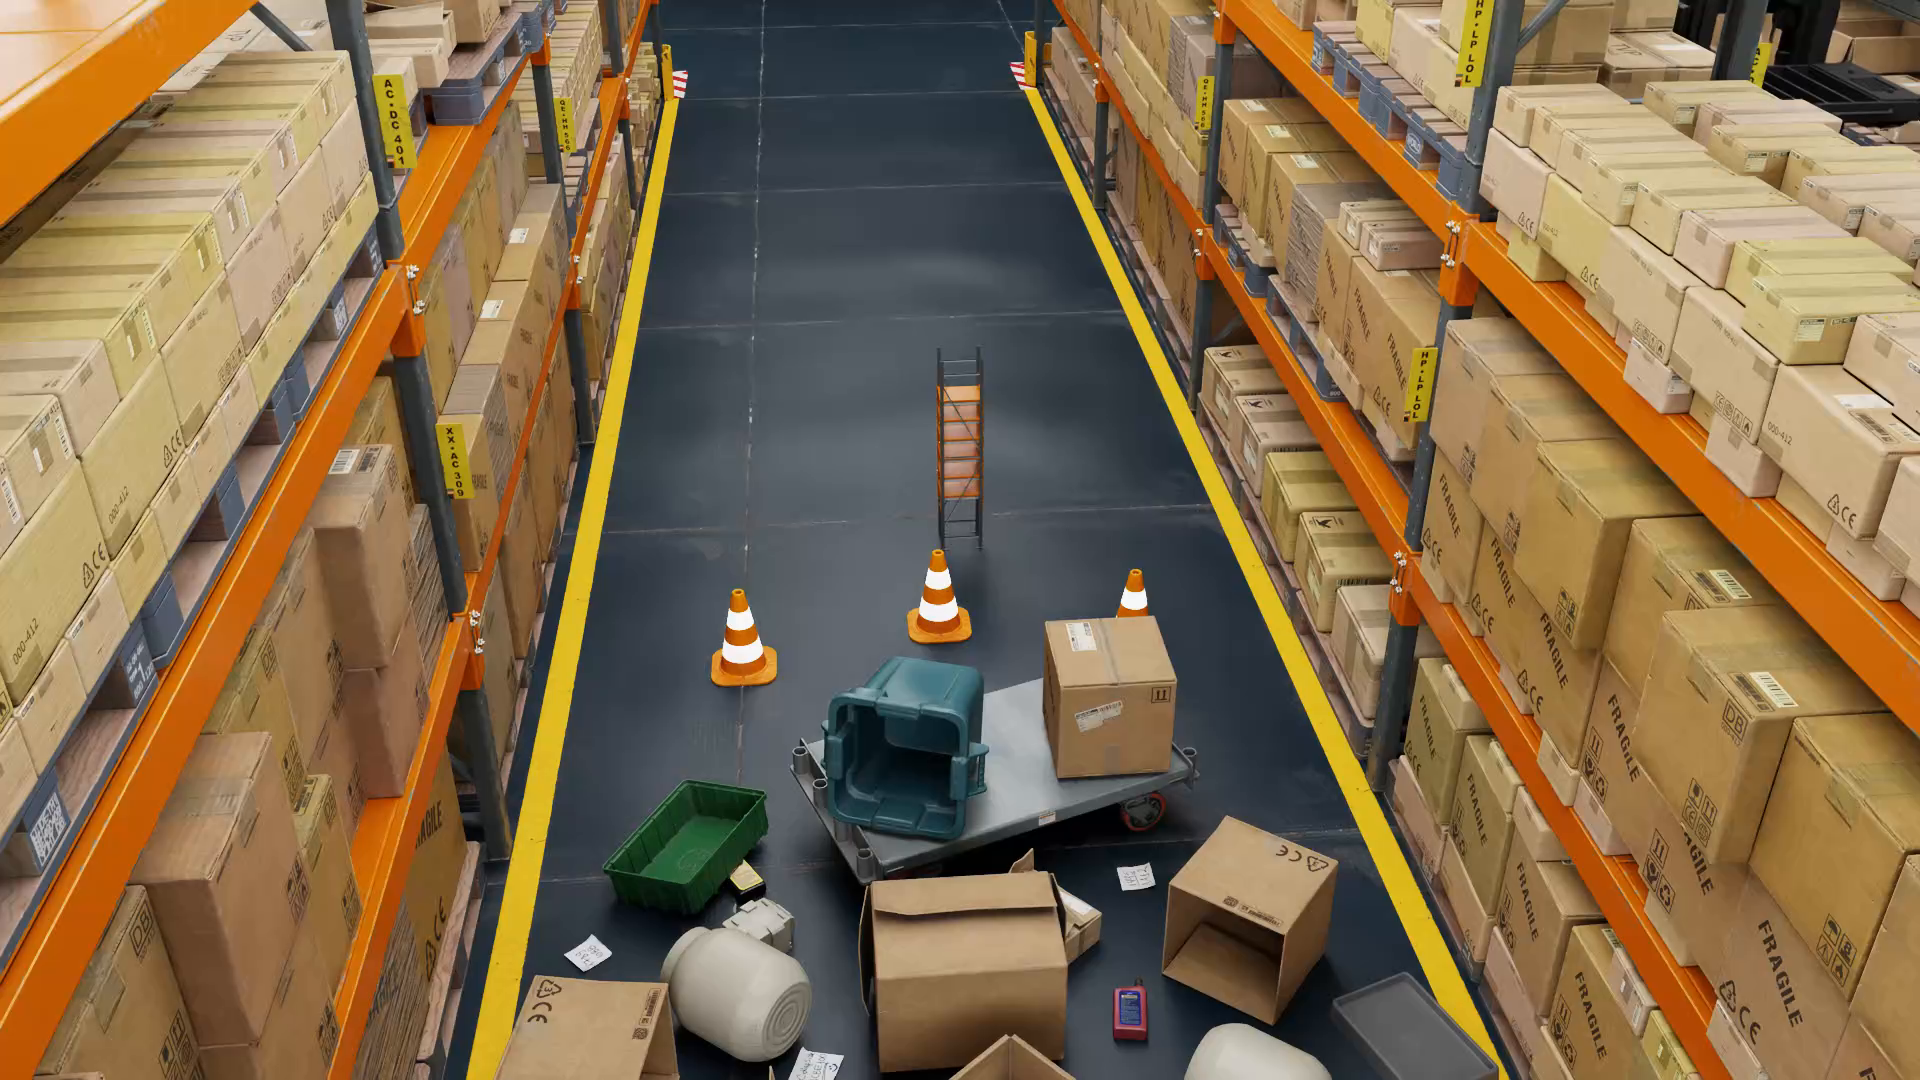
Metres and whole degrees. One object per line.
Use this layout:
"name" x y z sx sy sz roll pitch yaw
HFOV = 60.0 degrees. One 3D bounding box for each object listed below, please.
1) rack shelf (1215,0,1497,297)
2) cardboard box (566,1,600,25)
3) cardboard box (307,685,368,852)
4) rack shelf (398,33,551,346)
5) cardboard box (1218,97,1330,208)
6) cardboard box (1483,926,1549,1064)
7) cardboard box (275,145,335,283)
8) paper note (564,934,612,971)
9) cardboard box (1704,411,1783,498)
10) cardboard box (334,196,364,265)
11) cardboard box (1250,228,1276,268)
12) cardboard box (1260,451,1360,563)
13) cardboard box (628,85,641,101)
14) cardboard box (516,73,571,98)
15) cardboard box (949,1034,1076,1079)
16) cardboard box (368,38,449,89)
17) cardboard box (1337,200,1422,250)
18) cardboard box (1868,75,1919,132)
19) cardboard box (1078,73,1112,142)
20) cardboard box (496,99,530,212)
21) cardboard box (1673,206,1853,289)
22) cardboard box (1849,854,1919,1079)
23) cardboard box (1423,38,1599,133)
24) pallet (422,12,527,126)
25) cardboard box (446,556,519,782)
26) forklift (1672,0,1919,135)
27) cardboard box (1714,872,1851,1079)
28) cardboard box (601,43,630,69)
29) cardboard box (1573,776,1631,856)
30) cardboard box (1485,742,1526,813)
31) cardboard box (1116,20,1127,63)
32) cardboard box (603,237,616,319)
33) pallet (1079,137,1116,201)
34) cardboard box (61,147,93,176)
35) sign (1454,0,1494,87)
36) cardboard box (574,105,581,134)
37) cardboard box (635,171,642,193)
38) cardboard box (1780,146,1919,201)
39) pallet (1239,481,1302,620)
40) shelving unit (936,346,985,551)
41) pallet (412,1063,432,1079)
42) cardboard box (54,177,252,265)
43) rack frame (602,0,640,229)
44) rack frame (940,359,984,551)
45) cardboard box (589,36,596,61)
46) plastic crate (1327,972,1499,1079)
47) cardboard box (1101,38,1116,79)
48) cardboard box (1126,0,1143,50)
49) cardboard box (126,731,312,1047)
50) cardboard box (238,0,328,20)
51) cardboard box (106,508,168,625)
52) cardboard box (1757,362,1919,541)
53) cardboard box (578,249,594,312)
"rack shelf" 2.233 -2.159 8.216 1.077 0.370 4.000 -3 31 -5
"cardboard box" -3.014 -4.086 12.922 0.380 0.149 0.250 -1 31 -2
"cardboard box" -2.445 0.815 5.315 0.875 0.550 0.550 -3 31 -5
"rack shelf" -2.686 -1.870 7.732 1.077 0.370 4.000 -3 31 -5
"cardboard box" 1.858 -2.311 9.897 0.500 0.500 0.500 -4 31 -6
"cardboard box" 2.320 1.699 6.254 0.500 0.250 0.500 -3 31 -5
"cardboard box" -2.150 -0.947 4.835 0.500 0.250 0.500 -3 31 -5
"paper note" -1.534 1.705 6.866 0.142 0.020 0.147 27 40 37
"cardboard box" 2.294 -0.247 4.559 0.380 0.149 0.250 -3 31 -5
"cardboard box" -2.123 -0.974 5.268 0.380 0.149 0.250 -2 31 -4
"cardboard box" 1.869 -1.669 9.455 0.380 0.149 0.250 -3 31 -4
"cardboard box" 2.231 -0.200 9.313 0.950 0.372 0.625 -2 31 -3
"cardboard box" -3.193 -4.151 15.565 0.380 0.149 0.250 -3 31 -4
"cardboard box" -2.820 -3.021 11.138 0.380 0.149 0.250 -1 31 -2
"cardboard box" 0.109 2.180 5.610 0.637 0.503 0.797 27 40 37
"cardboard box" -2.371 -2.001 6.988 0.380 0.149 0.250 -3 31 -5
"cardboard box" 2.026 -1.503 7.912 0.380 0.149 0.250 -4 31 -7
"cardboard box" 6.567 -3.079 11.718 0.500 0.250 0.500 -4 31 -7
"cardboard box" 1.637 -4.106 15.789 0.875 0.438 0.875 -4 31 -6
"cardboard box" -2.841 -2.154 9.360 0.700 0.500 0.500 -3 31 -5
"cardboard box" 2.301 -0.842 4.777 0.380 0.149 0.250 -3 31 -5
"cardboard box" 2.529 1.033 3.733 0.700 0.500 0.500 -3 31 -6
"cardboard box" 2.221 -1.853 6.740 0.500 0.250 0.500 -3 31 -6
"pallet" -2.652 -2.222 7.804 1.003 0.211 1.213 -1 31 -2
"cardboard box" -2.646 0.603 7.600 1.050 0.750 0.750 -3 31 -5
"forklift" 4.536 -1.647 9.650 1.130 2.935 3.031 -3 31 -4
"cardboard box" 2.427 1.193 4.440 0.500 0.500 0.500 -3 31 -4
"cardboard box" -2.947 -4.007 13.778 0.380 0.149 0.250 -2 31 -3
"cardboard box" 2.292 0.906 5.553 0.380 0.149 0.250 -3 31 -5
"cardboard box" 2.208 0.884 6.253 0.380 0.149 0.250 -2 31 -3
"cardboard box" 1.510 -3.890 12.997 0.500 0.250 0.500 -2 31 -4
"cardboard box" -2.788 -1.911 12.053 0.500 0.500 0.500 -4 31 -6
"pallet" 1.679 -3.438 15.300 1.003 0.211 1.213 -3 31 -5
"cardboard box" -2.755 -1.154 4.792 0.380 0.149 0.250 -3 31 -5
"sign" 1.868 -1.809 6.040 0.100 0.325 0.005 -3 31 -5
"cardboard box" -2.839 -2.899 11.515 0.380 0.149 0.250 -2 31 -4
"cardboard box" -2.960 -3.112 14.406 0.380 0.149 0.250 -4 31 -7
"cardboard box" 2.858 -1.137 5.271 0.380 0.149 0.250 -2 31 -3
"pallet" 2.229 0.017 9.516 1.003 0.211 1.213 -3 31 -5
"shelving unit" 0.001 -0.508 9.430 0.258 1.200 0.189 -3 31 -5
"pallet" -2.389 2.344 5.621 1.003 0.211 1.213 -3 31 -5
"cardboard box" -2.030 -0.799 4.199 0.380 0.149 0.250 -3 31 -5
"rack frame" -3.246 -3.954 13.445 1.000 3.000 0.127 -3 31 -5
"rack frame" 0.010 -0.461 9.352 0.240 1.200 0.006 -3 31 -5
"cardboard box" -2.966 -3.699 12.564 0.380 0.149 0.250 -1 31 -2
"plastic crate" 1.750 1.936 6.432 0.402 0.080 0.583 -14 33 -22
"cardboard box" 1.451 -3.941 13.570 0.500 0.250 0.500 -3 31 -6
"cardboard box" 1.547 -3.962 12.386 0.500 0.500 0.500 -3 31 -6
"cardboard box" -2.182 0.884 4.145 0.875 0.550 0.550 -3 31 -5
"cardboard box" -2.882 -2.227 7.208 0.500 0.311 0.500 -4 31 -6
"cardboard box" -1.933 0.063 3.532 0.380 0.149 0.250 -3 31 -4
"cardboard box" 2.379 -0.237 4.154 0.500 0.250 0.500 -2 31 -3
"cardboard box" -2.696 -1.705 10.976 0.500 0.250 0.500 -4 31 -7
